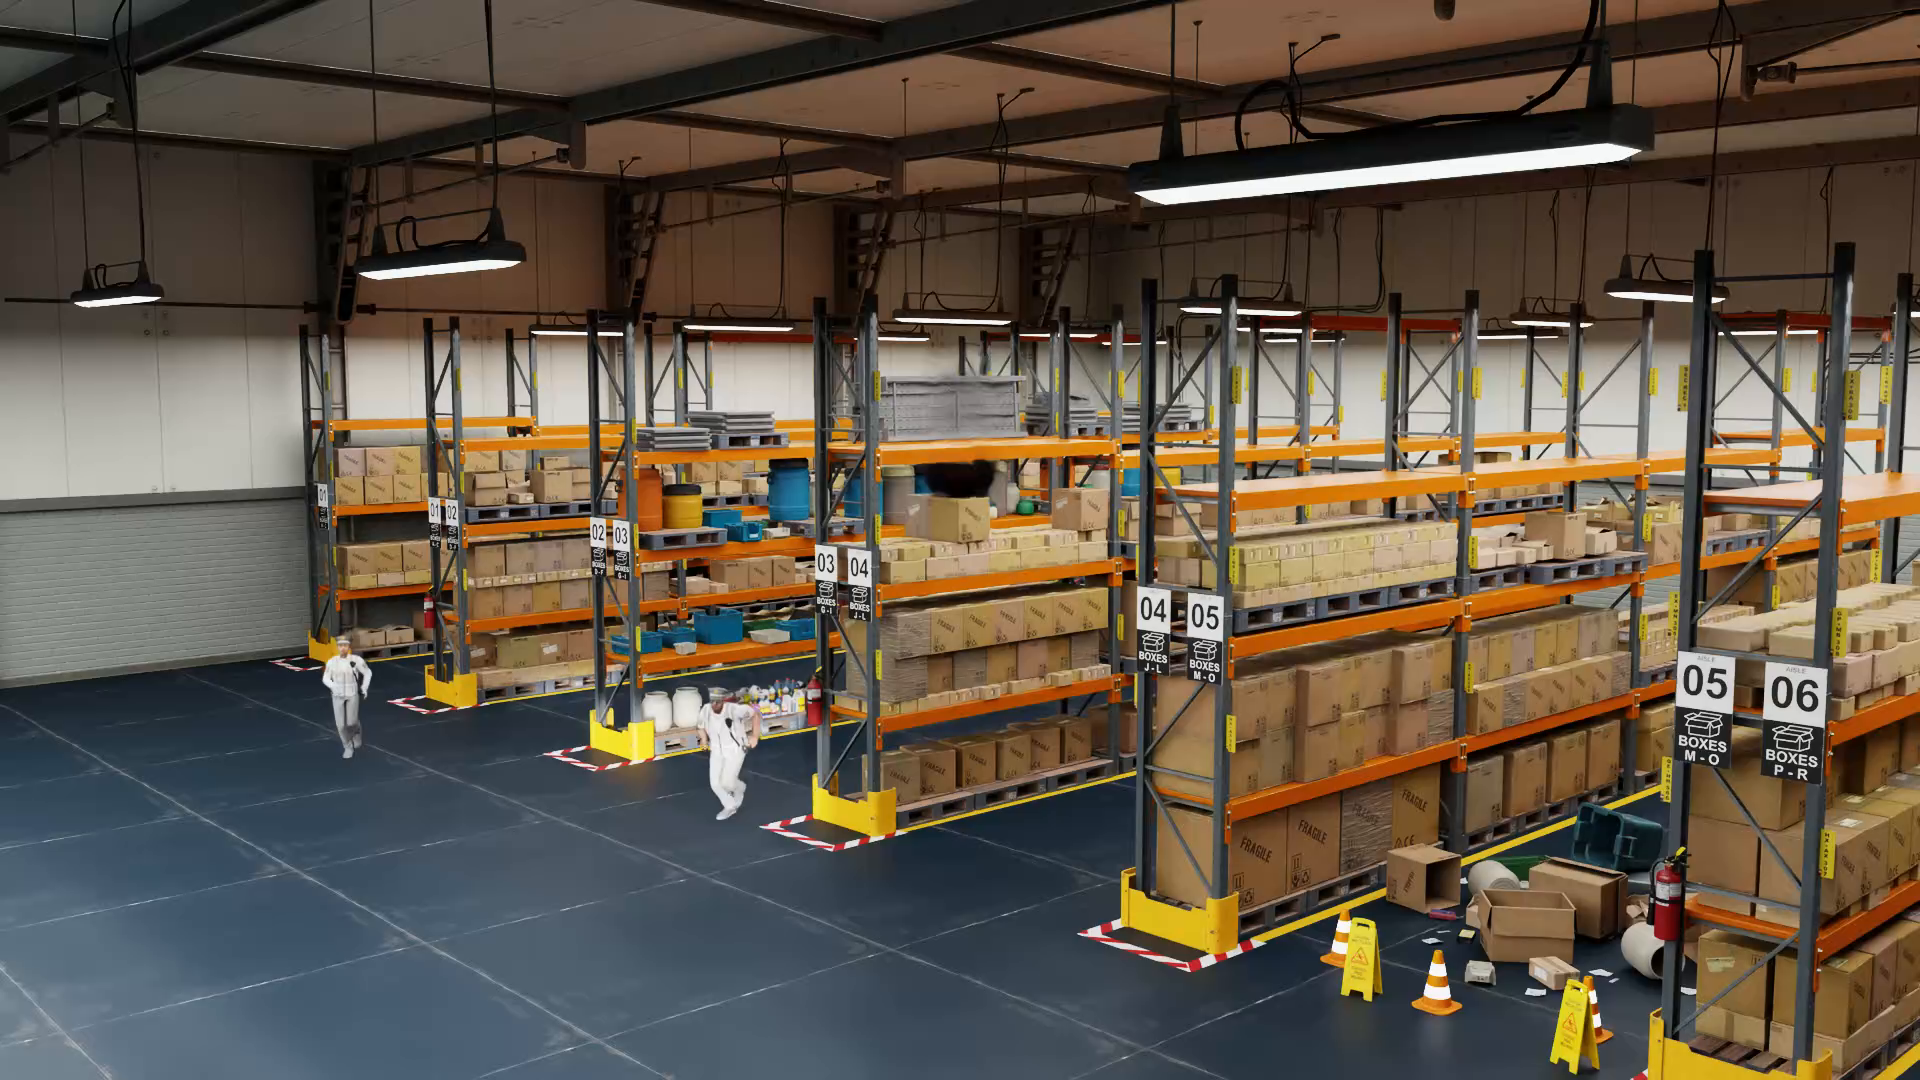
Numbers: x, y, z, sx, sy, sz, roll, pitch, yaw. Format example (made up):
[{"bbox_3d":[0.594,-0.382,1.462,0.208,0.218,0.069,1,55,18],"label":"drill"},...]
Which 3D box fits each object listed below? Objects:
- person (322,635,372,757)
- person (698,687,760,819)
[{"bbox_3d":[-8.220,2.096,22.276,0.604,1.659,0.538,-1,6,-11],"label":"person"},{"bbox_3d":[-2.663,2.447,19.041,0.681,1.627,0.830,2,6,16],"label":"person"}]
